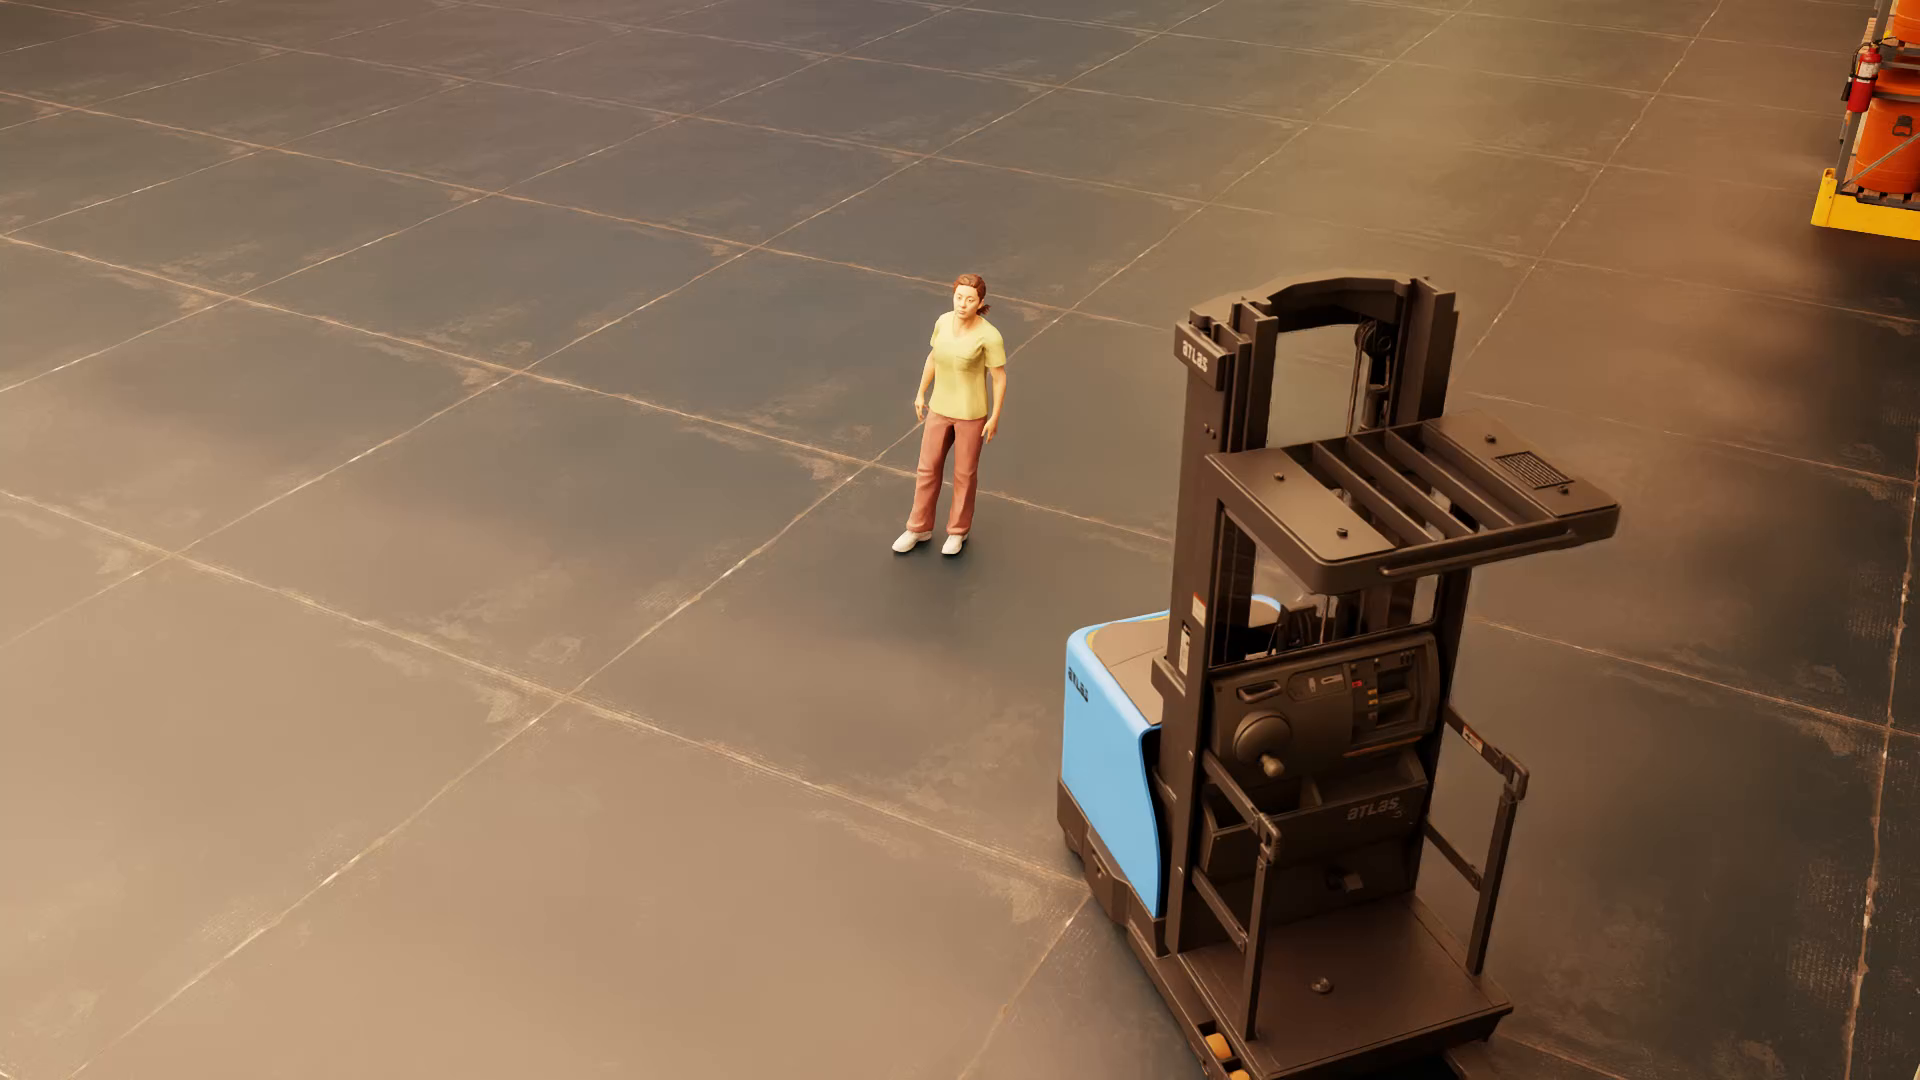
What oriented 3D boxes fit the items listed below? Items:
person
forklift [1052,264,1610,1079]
[{"bbox_3d":[-0.046,-0.702,9.529,0.554,1.672,0.548,15,33,25],"label":"person"},{"bbox_3d":[1.406,0.635,5.970,1.130,2.935,3.031,-10,32,-17],"label":"forklift"}]
